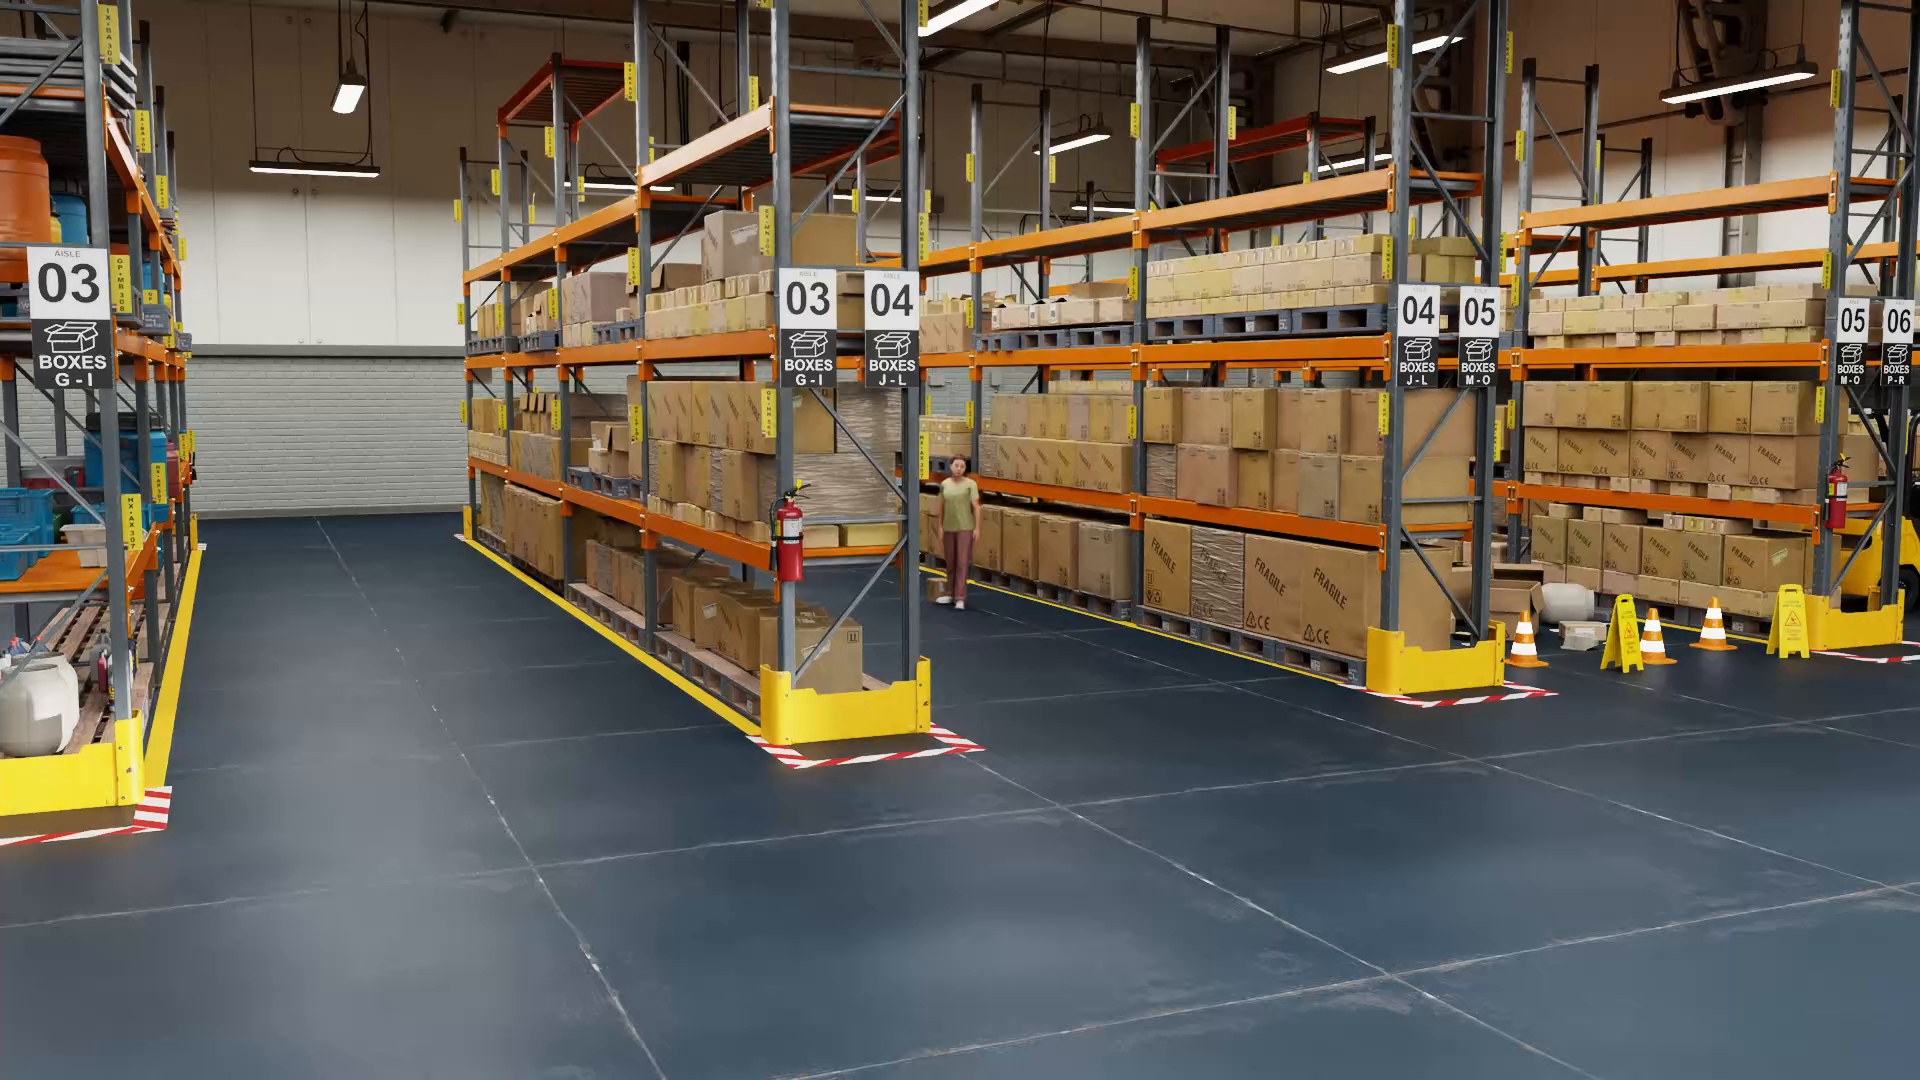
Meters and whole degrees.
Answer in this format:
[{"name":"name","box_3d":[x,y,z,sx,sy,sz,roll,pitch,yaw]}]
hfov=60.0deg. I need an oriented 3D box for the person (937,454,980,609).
[{"name":"person","box_3d":[-0.036,-0.102,18.018,0.535,1.669,0.558,2,6,22]}]
